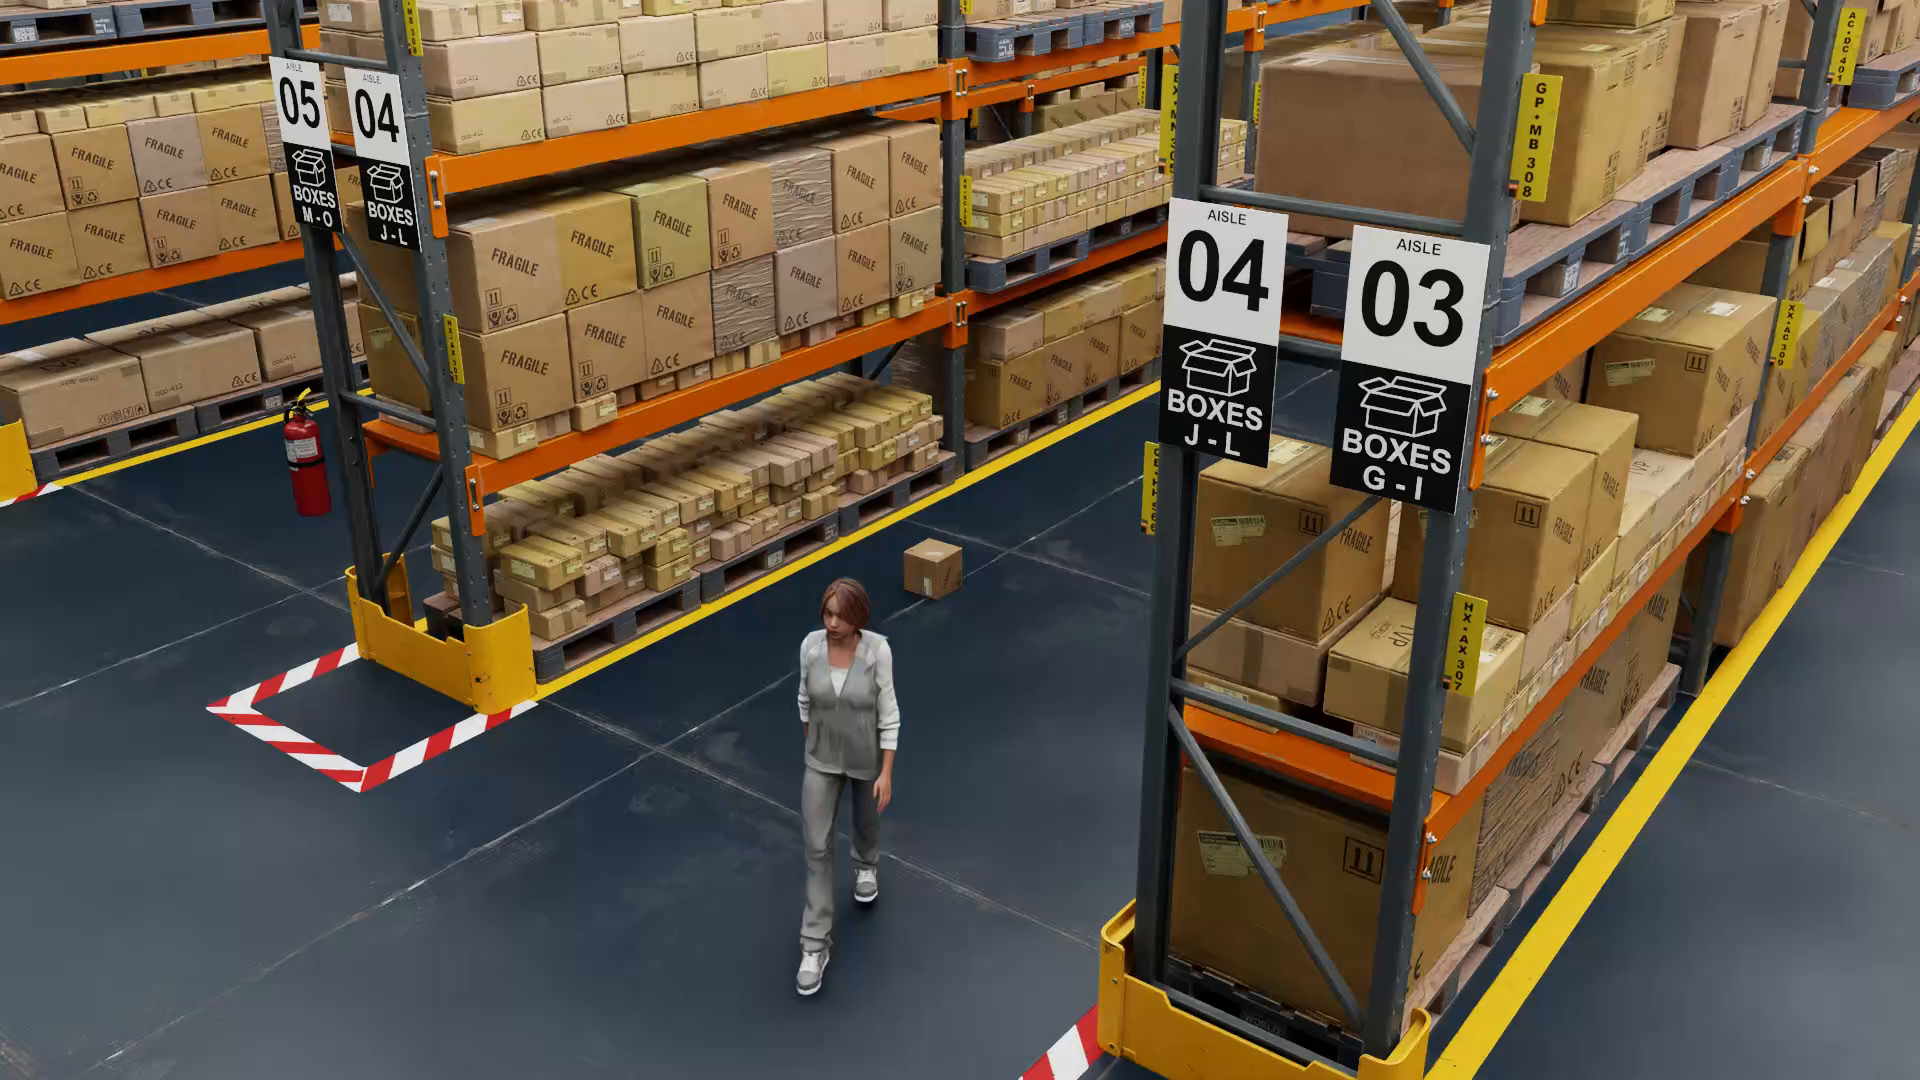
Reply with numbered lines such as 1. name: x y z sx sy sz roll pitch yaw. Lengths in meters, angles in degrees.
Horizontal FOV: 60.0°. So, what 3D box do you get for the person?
1. person: -0.445 0.903 6.543 0.423 1.551 0.899 1 24 3
